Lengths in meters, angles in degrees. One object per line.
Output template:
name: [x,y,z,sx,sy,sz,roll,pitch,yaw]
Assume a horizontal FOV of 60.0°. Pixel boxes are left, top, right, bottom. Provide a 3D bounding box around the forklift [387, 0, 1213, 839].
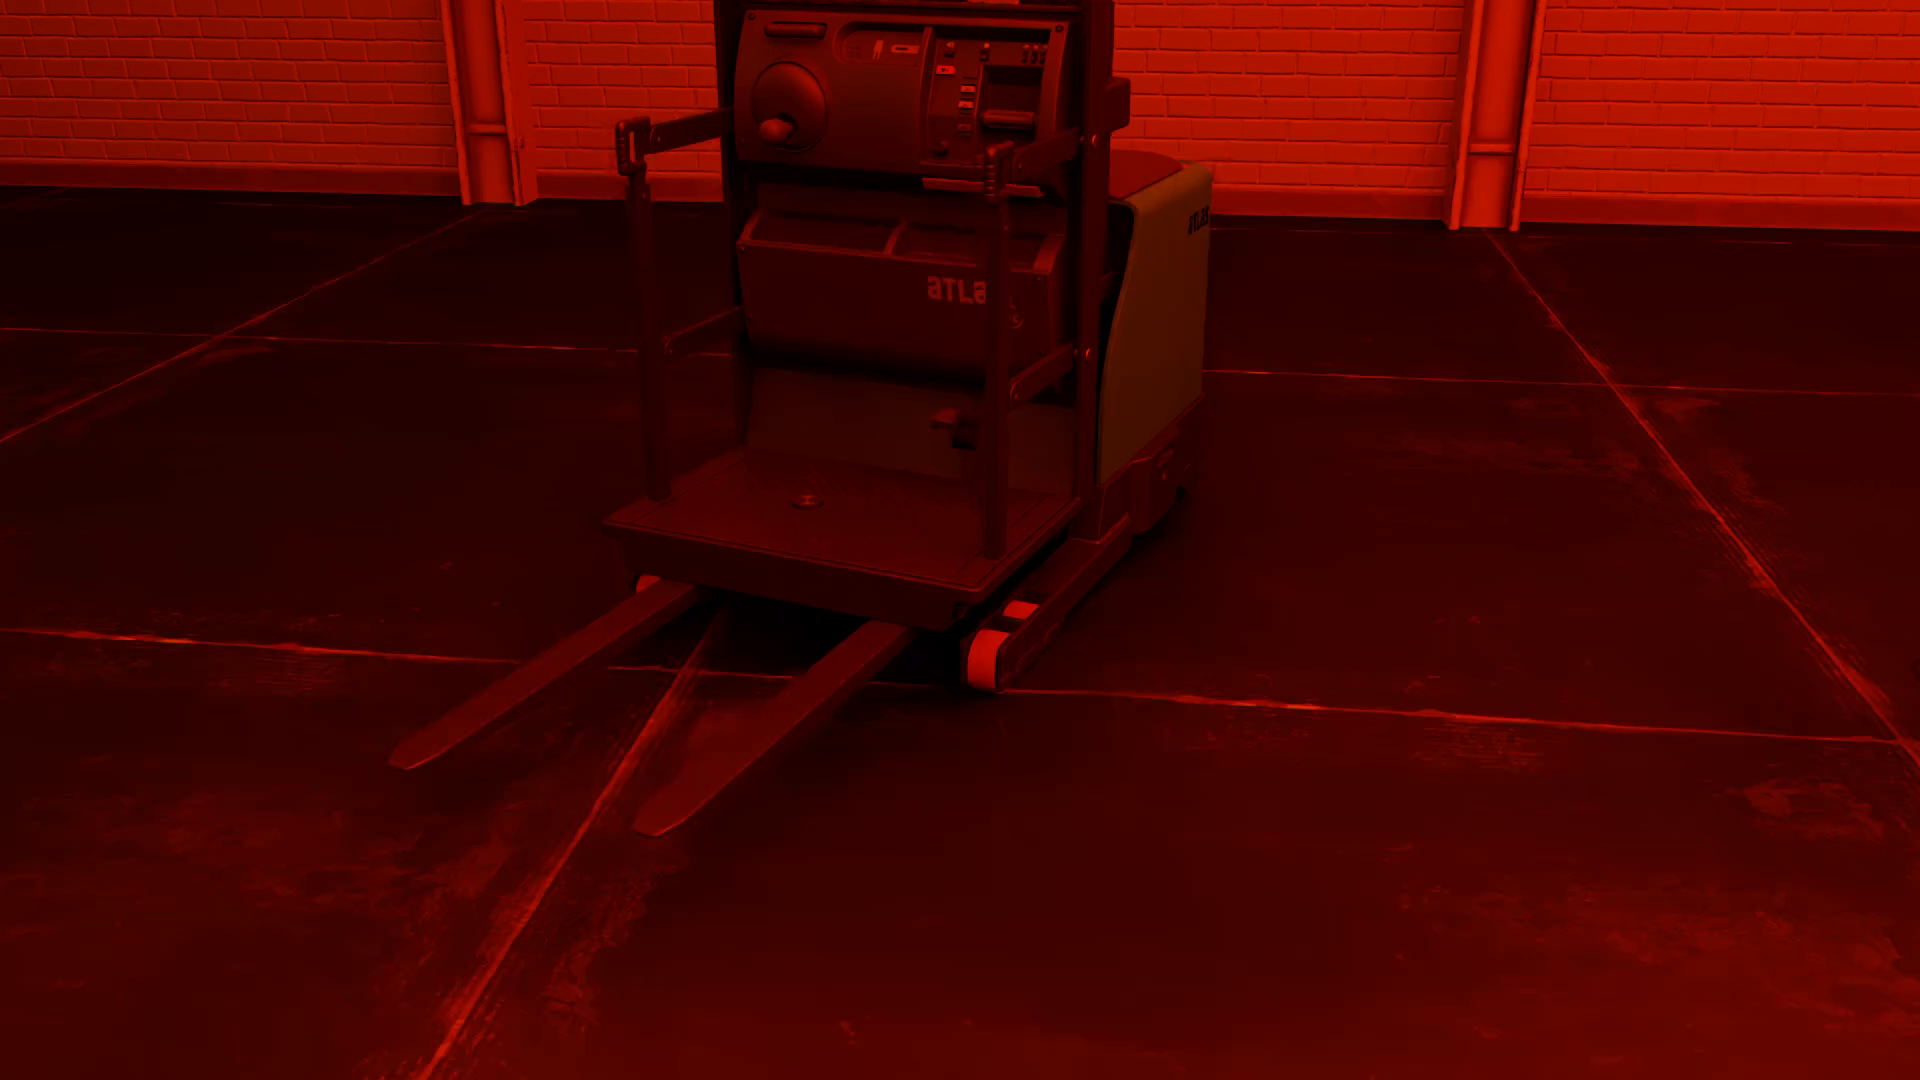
forklift: [-0.253,-1.152,4.114,1.130,2.935,3.031,10,24,23]
